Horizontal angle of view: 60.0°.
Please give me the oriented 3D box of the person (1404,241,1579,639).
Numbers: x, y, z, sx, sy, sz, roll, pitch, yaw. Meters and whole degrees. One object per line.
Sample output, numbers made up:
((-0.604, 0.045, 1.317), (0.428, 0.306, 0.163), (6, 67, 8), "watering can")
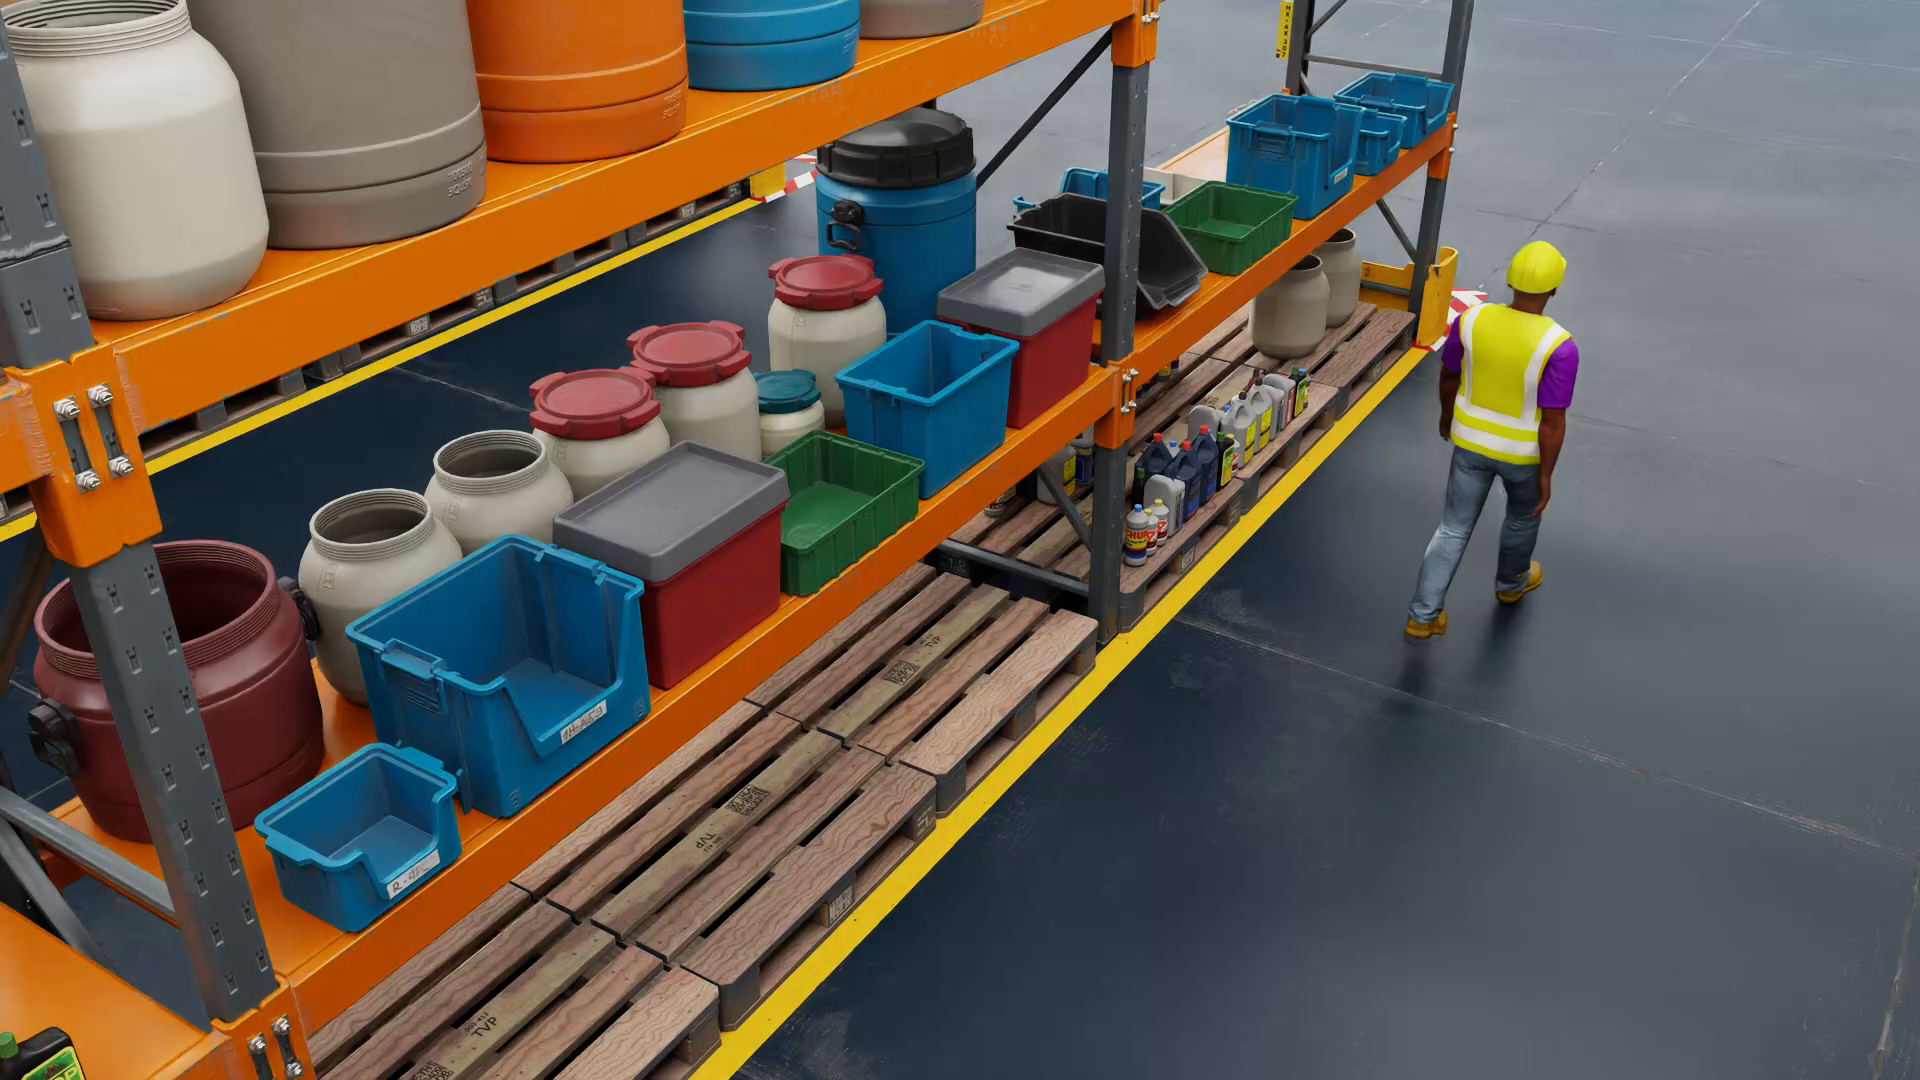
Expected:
((2.204, -0.417, 6.830), (0.596, 1.730, 1.008), (21, 36, 32), "person")
